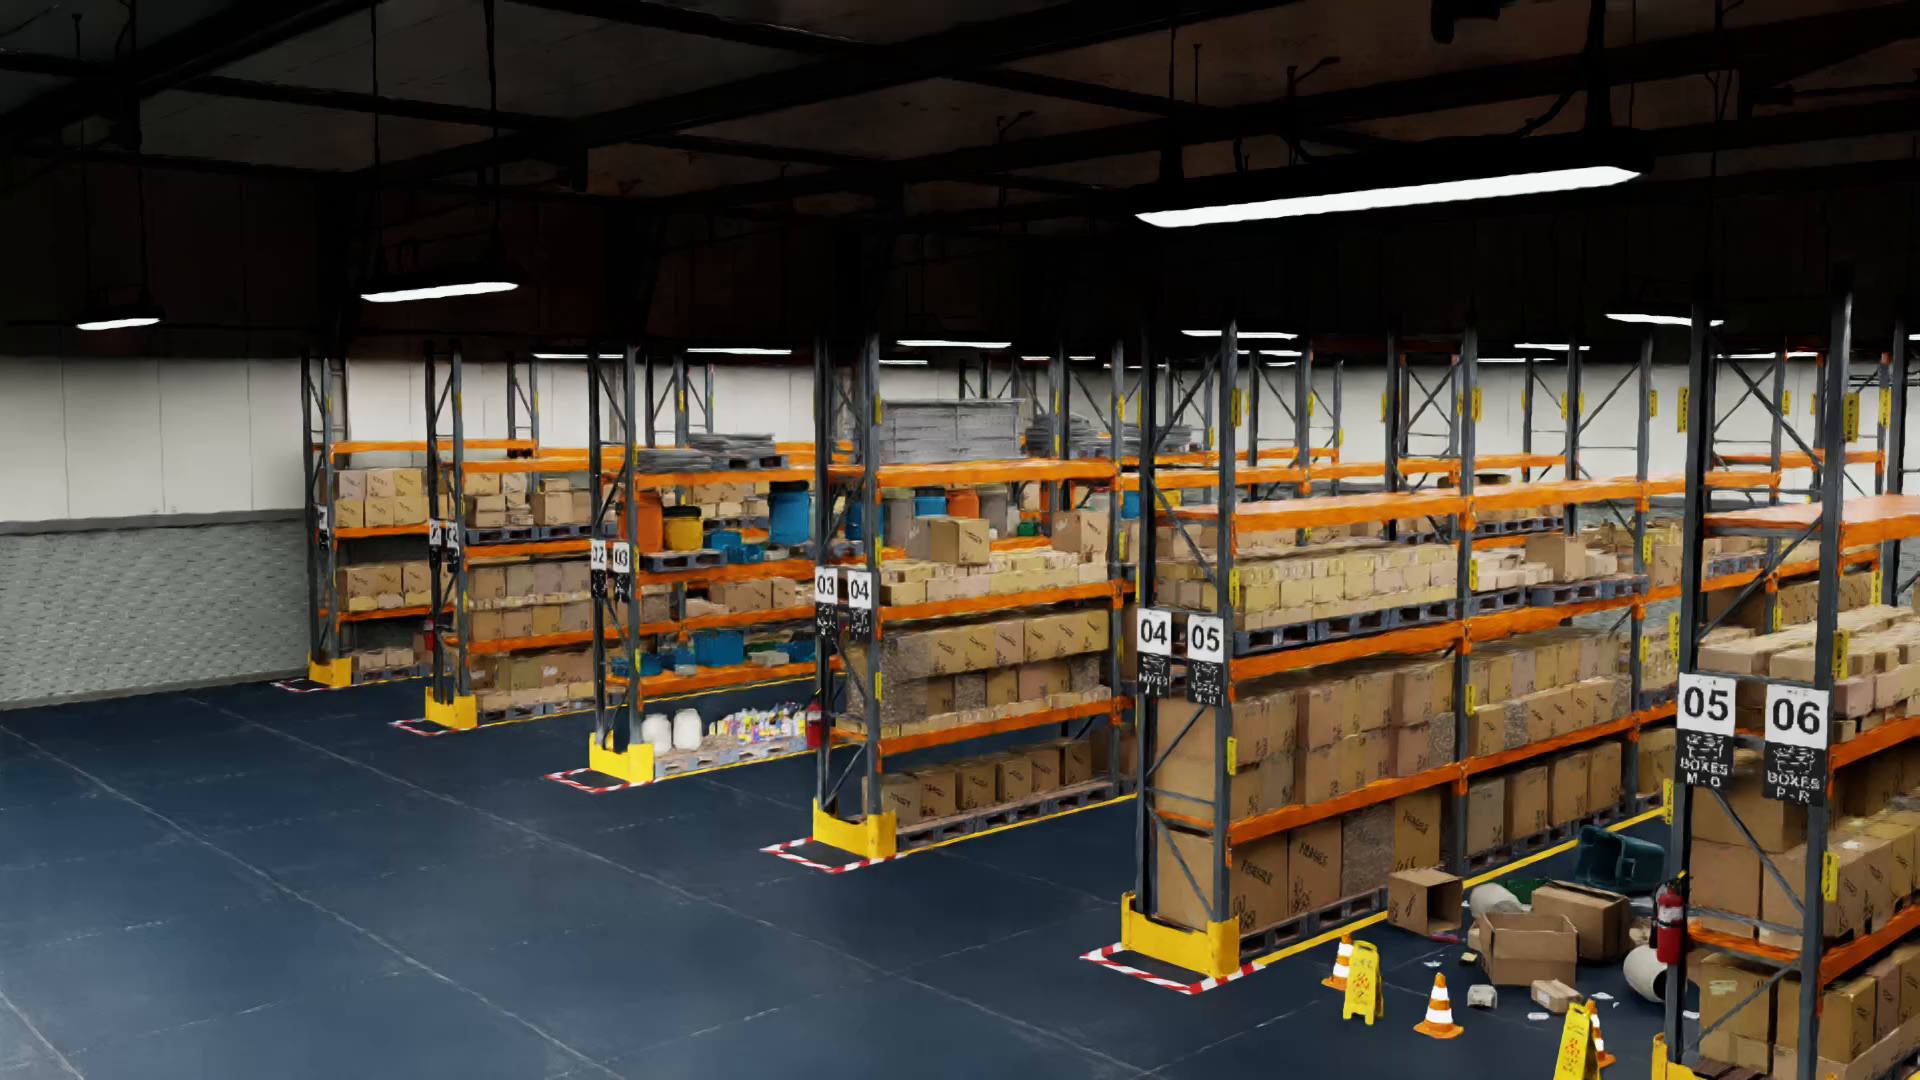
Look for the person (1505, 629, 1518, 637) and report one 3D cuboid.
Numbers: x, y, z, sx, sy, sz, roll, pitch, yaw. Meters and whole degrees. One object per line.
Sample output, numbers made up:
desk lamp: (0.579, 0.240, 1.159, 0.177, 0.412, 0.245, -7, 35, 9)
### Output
person: (8.611, 2.130, 25.850, 0.566, 1.541, 0.519, 5, 7, 43)
